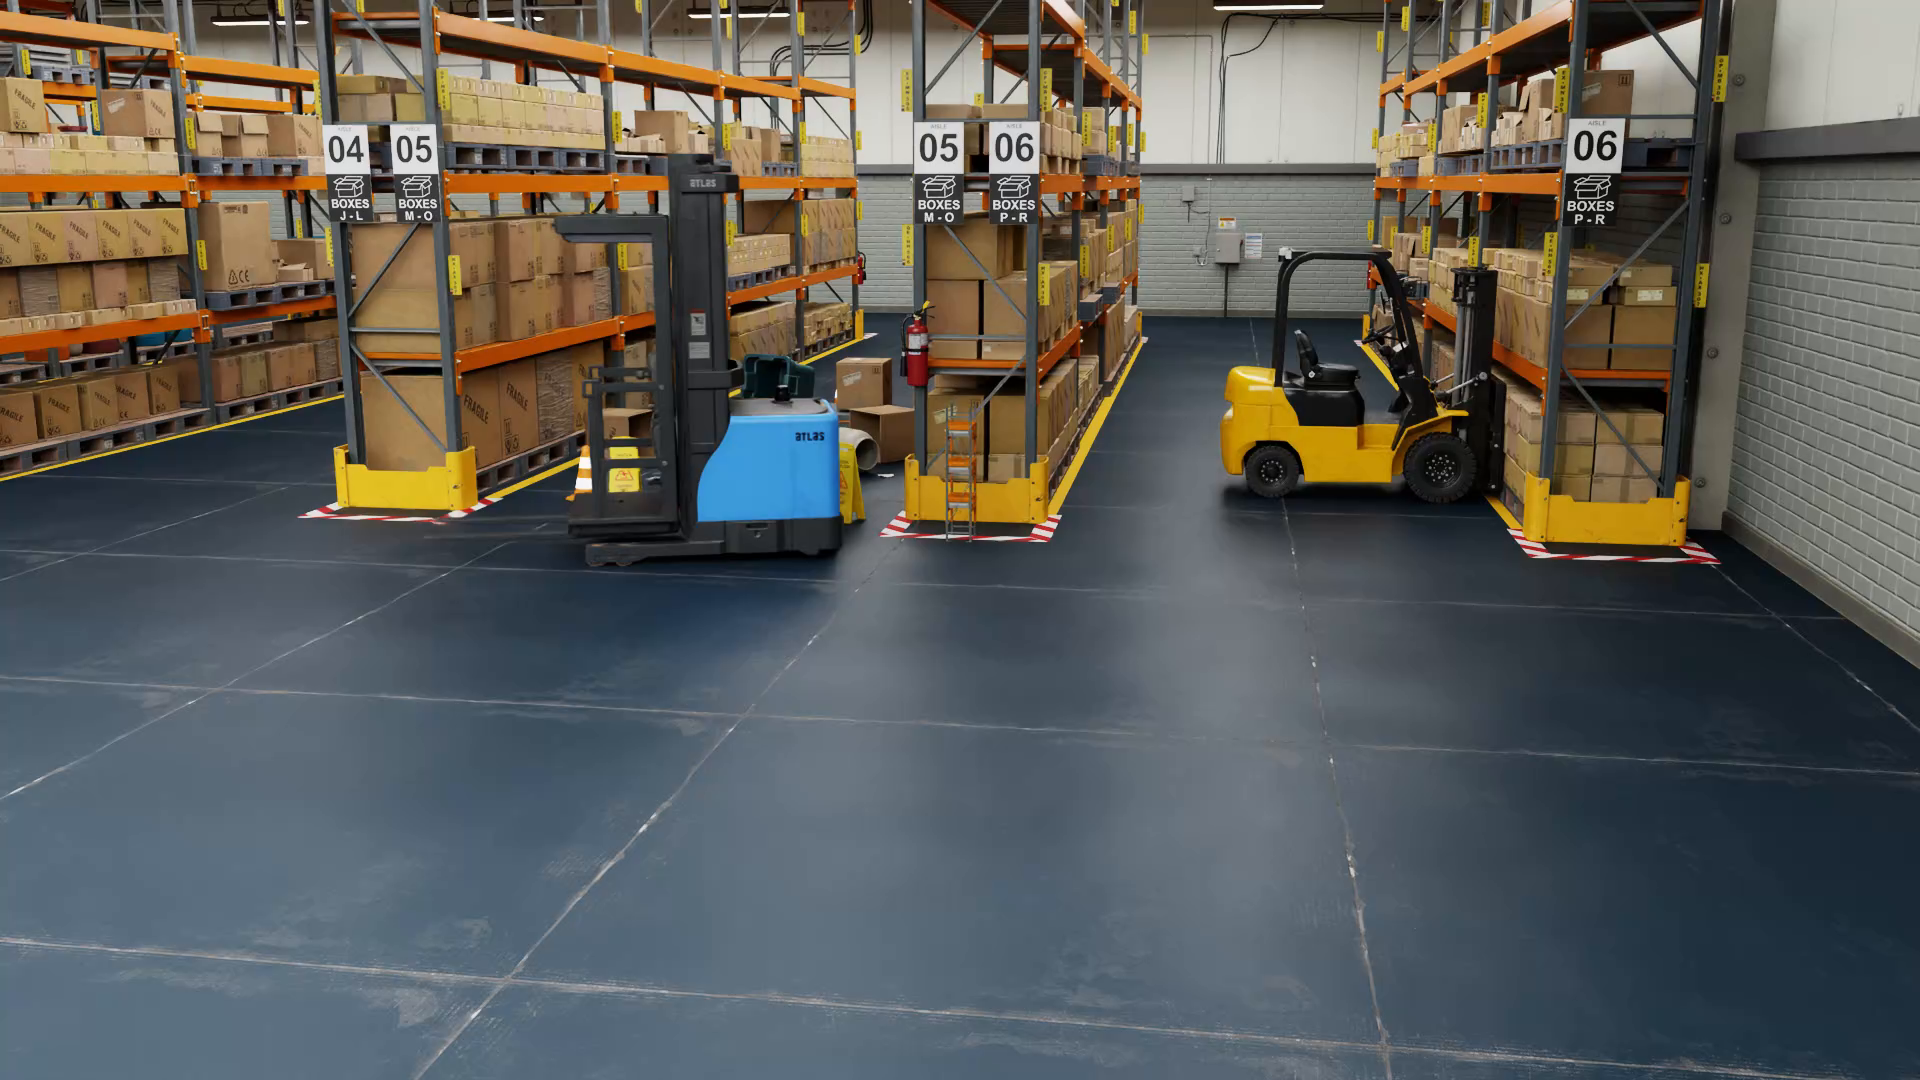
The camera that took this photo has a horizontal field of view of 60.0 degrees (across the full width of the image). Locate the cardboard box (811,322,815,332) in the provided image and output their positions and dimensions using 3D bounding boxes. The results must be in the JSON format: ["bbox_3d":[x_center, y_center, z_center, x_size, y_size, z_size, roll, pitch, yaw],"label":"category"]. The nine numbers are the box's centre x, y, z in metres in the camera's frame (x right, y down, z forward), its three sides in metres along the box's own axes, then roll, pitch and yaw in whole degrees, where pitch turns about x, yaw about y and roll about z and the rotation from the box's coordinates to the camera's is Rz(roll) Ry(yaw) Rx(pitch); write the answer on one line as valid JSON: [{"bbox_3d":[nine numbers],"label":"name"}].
[{"bbox_3d":[-2.563,-3.460,26.993,0.380,0.149,0.250,1,12,6],"label":"cardboard box"}]

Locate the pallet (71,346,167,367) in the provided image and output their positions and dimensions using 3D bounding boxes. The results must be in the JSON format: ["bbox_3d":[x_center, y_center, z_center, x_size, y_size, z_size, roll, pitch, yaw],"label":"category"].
[{"bbox_3d":[-13.056,-2.839,25.668,1.003,0.211,1.213,2,12,9],"label":"pallet"}]

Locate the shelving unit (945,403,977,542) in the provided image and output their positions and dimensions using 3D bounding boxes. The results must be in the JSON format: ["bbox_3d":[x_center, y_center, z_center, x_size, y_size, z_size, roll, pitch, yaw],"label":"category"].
[{"bbox_3d":[0.008,-0.524,12.934,0.215,1.050,0.252,2,12,9],"label":"shelving unit"}]

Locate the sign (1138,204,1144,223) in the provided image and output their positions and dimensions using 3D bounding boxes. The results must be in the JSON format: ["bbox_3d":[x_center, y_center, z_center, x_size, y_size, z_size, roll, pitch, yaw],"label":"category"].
[{"bbox_3d":[3.124,-5.629,28.682,0.100,0.325,0.005,2,12,9],"label":"sign"}]

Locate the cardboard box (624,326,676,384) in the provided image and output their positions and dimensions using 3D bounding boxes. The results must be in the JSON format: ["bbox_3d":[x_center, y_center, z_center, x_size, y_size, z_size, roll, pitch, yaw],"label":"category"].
[{"bbox_3d":[-3.861,-2.241,20.616,1.050,0.750,0.750,2,12,10],"label":"cardboard box"}]

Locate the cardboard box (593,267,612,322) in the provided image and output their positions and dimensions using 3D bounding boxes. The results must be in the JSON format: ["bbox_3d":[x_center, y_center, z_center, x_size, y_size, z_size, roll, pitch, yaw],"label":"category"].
[{"bbox_3d":[-4.207,-2.605,17.605,0.875,0.550,0.550,2,12,9],"label":"cardboard box"}]

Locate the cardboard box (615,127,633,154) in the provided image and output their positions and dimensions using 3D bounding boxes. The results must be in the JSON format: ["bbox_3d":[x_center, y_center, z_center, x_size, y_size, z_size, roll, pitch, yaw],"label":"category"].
[{"bbox_3d":[-4.110,-4.658,19.344,0.500,0.311,0.500,1,12,7],"label":"cardboard box"}]

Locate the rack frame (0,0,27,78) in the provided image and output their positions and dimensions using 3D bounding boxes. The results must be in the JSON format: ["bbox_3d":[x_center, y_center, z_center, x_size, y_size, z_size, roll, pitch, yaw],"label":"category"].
[{"bbox_3d":[-13.326,-6.717,22.799,1.000,3.000,0.127,2,12,9],"label":"rack frame"}]

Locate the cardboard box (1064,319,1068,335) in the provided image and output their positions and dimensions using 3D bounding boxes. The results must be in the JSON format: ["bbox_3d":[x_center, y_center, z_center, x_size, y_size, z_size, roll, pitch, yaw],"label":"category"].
[{"bbox_3d":[0.843,-2.058,16.021,0.380,0.149,0.250,2,12,8],"label":"cardboard box"}]

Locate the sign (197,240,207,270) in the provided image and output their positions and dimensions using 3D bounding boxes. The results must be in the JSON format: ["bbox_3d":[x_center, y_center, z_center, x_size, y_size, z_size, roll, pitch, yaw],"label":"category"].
[{"bbox_3d":[-8.510,-3.198,18.657,0.100,0.325,0.005,2,12,9],"label":"sign"}]

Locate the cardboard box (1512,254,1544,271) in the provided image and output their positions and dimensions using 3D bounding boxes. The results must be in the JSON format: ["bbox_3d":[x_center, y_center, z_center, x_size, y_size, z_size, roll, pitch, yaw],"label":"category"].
[{"bbox_3d":[5.188,-2.493,14.960,0.380,0.149,0.250,2,12,8],"label":"cardboard box"}]

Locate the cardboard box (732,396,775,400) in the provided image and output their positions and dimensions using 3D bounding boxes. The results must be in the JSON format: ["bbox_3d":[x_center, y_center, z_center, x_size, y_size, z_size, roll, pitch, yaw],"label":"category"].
[{"bbox_3d":[-1.967,-1.126,16.699,0.797,0.637,0.503,2,12,9],"label":"cardboard box"}]

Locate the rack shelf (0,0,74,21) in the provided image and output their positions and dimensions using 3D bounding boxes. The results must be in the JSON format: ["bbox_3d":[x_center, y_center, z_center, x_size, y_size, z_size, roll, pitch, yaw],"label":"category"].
[{"bbox_3d":[-17.298,-9.400,29.068,1.077,0.370,4.000,2,12,9],"label":"rack shelf"}]

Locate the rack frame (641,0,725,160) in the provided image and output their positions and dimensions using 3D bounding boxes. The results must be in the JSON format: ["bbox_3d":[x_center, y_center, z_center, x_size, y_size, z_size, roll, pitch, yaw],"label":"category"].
[{"bbox_3d":[-3.547,-6.374,21.211,1.000,3.000,0.127,2,12,9],"label":"rack frame"}]

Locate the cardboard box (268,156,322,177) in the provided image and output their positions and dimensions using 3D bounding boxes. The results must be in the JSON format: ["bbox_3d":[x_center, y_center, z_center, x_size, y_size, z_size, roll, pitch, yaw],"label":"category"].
[{"bbox_3d":[-8.406,-4.701,20.924,0.500,0.250,0.500,2,12,10],"label":"cardboard box"}]

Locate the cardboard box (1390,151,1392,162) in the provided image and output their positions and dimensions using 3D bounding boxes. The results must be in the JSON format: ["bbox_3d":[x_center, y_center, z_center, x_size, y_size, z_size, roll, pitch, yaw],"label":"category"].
[{"bbox_3d":[6.866,-5.837,25.486,0.500,0.250,0.500,2,12,10],"label":"cardboard box"}]

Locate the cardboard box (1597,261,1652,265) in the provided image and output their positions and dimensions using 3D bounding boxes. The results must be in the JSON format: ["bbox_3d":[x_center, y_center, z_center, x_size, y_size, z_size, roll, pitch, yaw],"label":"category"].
[{"bbox_3d":[5.450,-2.211,13.650,0.380,0.149,0.250,2,12,9],"label":"cardboard box"}]

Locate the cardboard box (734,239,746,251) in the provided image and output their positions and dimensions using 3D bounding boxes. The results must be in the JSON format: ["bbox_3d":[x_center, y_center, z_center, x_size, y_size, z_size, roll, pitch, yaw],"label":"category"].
[{"bbox_3d":[-3.162,-4.067,22.932,0.380,0.149,0.250,1,12,6],"label":"cardboard box"}]

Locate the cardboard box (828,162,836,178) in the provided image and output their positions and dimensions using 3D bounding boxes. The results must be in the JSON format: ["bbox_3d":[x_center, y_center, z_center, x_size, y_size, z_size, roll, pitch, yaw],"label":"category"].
[{"bbox_3d":[-2.348,-6.076,27.303,0.500,0.250,0.500,2,12,11],"label":"cardboard box"}]

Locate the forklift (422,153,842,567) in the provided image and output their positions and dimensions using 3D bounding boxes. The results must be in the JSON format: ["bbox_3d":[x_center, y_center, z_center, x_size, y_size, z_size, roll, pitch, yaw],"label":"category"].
[{"bbox_3d":[-2.446,-1.354,12.317,3.031,2.935,1.130,-2,12,-9],"label":"forklift"}]

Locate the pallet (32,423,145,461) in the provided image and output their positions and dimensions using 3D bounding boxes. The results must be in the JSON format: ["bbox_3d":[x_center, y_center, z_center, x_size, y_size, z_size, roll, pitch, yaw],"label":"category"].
[{"bbox_3d":[-9.301,-1.032,17.280,1.003,0.211,1.213,2,12,9],"label":"pallet"}]

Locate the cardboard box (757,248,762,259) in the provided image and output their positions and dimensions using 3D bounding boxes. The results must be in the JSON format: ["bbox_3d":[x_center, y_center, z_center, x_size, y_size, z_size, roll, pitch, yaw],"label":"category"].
[{"bbox_3d":[-3.040,-4.088,23.736,0.380,0.149,0.250,2,12,11],"label":"cardboard box"}]

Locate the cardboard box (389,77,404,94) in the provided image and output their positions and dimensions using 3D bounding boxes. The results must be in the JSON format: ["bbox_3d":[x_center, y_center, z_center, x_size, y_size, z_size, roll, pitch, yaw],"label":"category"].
[{"bbox_3d":[-5.021,-3.897,14.305,0.380,0.149,0.250,2,12,9],"label":"cardboard box"}]

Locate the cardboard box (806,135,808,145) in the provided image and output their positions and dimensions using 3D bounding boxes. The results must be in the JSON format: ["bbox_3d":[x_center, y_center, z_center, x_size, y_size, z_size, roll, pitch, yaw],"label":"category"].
[{"bbox_3d":[-2.573,-6.215,25.814,0.380,0.149,0.250,1,12,6],"label":"cardboard box"}]

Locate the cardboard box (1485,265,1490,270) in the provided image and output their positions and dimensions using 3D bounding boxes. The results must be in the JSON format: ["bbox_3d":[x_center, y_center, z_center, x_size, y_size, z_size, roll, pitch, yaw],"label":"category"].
[{"bbox_3d":[5.341,-2.618,16.243,0.380,0.149,0.250,2,12,8],"label":"cardboard box"}]

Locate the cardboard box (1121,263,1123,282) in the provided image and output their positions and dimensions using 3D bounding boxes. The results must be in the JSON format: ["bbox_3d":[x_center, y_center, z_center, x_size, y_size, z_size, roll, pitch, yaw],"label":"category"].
[{"bbox_3d":[2.155,-3.960,24.605,0.500,0.250,0.500,2,12,7],"label":"cardboard box"}]

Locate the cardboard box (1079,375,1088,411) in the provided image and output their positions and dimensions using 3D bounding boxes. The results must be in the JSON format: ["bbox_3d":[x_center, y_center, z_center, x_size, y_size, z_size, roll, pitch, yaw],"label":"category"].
[{"bbox_3d":[0.930,-1.649,18.767,0.950,0.372,0.625,3,12,12],"label":"cardboard box"}]

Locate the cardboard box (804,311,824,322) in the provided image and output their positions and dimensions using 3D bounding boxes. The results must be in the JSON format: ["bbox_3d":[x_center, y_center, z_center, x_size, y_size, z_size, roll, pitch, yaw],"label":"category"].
[{"bbox_3d":[-2.446,-3.657,27.199,0.380,0.149,0.250,2,12,10],"label":"cardboard box"}]

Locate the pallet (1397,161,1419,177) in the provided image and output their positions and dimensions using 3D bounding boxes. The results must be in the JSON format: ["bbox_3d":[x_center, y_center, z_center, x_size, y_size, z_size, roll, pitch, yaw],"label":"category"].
[{"bbox_3d":[6.554,-5.000,22.400,1.213,0.211,1.003,2,12,9],"label":"pallet"}]

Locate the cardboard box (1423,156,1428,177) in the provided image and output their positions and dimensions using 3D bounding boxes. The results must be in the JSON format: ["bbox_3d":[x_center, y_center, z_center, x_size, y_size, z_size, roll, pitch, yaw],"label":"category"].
[{"bbox_3d":[6.180,-4.755,21.171,0.500,0.250,0.500,2,12,9],"label":"cardboard box"}]

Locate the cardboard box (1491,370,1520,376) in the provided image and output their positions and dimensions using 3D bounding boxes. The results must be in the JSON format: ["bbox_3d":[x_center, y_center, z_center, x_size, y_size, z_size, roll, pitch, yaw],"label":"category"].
[{"bbox_3d":[5.177,-1.463,15.818,0.500,0.250,0.500,2,12,9],"label":"cardboard box"}]

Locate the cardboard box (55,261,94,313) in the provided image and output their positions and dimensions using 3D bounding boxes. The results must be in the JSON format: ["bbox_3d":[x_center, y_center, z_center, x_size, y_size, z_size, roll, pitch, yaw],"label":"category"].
[{"bbox_3d":[-9.385,-2.580,16.903,0.875,0.500,0.500,2,12,9],"label":"cardboard box"}]

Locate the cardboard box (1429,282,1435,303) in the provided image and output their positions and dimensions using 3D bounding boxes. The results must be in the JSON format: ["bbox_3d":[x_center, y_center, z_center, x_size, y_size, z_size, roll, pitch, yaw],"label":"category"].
[{"bbox_3d":[5.955,-2.984,20.078,0.500,0.250,0.500,2,12,9],"label":"cardboard box"}]

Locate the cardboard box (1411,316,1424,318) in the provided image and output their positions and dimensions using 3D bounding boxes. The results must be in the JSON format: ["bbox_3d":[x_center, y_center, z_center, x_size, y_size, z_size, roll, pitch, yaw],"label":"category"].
[{"bbox_3d":[6.568,-3.095,23.633,0.380,0.149,0.250,1,12,6],"label":"cardboard box"}]

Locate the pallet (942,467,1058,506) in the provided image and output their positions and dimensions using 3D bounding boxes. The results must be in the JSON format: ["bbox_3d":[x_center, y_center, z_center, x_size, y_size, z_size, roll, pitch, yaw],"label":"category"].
[{"bbox_3d":[0.301,-0.458,14.616,1.003,0.211,1.213,2,12,9],"label":"pallet"}]

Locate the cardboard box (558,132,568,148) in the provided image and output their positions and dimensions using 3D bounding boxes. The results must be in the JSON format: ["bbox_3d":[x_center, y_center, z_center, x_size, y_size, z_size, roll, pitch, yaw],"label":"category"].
[{"bbox_3d":[-4.058,-3.909,16.254,0.380,0.149,0.250,2,12,10],"label":"cardboard box"}]

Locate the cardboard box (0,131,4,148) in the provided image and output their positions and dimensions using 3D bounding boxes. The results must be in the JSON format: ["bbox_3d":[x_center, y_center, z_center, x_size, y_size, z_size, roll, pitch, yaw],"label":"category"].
[{"bbox_3d":[-9.227,-3.758,15.599,0.380,0.149,0.250,2,12,11],"label":"cardboard box"}]

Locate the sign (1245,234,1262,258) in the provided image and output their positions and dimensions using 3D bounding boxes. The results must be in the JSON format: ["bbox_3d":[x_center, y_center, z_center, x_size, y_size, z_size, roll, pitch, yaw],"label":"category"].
[{"bbox_3d":[6.007,-6.024,34.053,0.329,0.494,0.001,2,12,9],"label":"sign"}]

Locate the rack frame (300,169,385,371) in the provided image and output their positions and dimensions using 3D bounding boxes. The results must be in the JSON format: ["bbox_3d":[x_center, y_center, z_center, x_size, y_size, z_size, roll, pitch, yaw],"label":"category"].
[{"bbox_3d":[-8.432,-3.623,22.686,1.000,3.000,0.127,2,12,9],"label":"rack frame"}]

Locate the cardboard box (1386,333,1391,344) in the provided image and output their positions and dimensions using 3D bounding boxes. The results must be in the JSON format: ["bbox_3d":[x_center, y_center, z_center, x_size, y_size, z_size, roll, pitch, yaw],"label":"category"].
[{"bbox_3d":[6.730,-3.043,25.488,0.396,0.266,0.258,2,12,11],"label":"cardboard box"}]

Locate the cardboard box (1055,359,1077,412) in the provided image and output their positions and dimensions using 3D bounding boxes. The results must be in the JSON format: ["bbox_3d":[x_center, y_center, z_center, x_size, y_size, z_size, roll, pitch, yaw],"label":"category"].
[{"bbox_3d":[0.919,-1.565,16.887,0.500,0.500,0.500,2,12,8],"label":"cardboard box"}]

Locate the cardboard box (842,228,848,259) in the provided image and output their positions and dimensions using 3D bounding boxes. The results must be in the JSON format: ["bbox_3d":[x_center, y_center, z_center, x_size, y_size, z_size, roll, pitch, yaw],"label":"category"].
[{"bbox_3d":[-2.216,-5.092,28.559,0.500,0.500,0.500,2,12,8],"label":"cardboard box"}]

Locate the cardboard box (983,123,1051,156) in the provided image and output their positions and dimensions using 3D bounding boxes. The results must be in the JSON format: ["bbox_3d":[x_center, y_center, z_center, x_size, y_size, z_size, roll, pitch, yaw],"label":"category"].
[{"bbox_3d":[0.470,-3.271,13.583,0.500,0.250,0.500,2,12,8],"label":"cardboard box"}]

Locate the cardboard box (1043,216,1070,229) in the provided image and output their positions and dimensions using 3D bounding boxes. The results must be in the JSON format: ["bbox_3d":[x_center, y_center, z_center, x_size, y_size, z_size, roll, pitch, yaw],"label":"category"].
[{"bbox_3d":[1.181,-3.956,21.619,0.500,0.500,0.500,2,12,7],"label":"cardboard box"}]

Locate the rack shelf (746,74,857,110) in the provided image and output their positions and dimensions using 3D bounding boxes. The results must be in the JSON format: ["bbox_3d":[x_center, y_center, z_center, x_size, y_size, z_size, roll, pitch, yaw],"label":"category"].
[{"bbox_3d":[-2.624,-7.270,27.083,1.077,0.370,4.000,2,12,9],"label":"rack shelf"}]

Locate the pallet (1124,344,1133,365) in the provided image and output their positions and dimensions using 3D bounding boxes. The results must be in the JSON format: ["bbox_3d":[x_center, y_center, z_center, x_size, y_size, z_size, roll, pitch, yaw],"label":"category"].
[{"bbox_3d":[2.169,-2.928,26.077,1.003,0.211,1.213,2,12,9],"label":"pallet"}]

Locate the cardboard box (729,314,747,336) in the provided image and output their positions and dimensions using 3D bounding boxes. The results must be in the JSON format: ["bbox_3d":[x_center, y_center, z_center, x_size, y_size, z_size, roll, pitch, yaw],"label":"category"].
[{"bbox_3d":[-3.202,-2.927,22.613,0.500,0.250,0.500,1,12,6],"label":"cardboard box"}]

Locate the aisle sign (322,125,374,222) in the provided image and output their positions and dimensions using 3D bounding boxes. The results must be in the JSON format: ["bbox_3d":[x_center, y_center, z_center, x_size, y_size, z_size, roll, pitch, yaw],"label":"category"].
[{"bbox_3d":[-5.085,-3.042,13.818,0.394,0.787,0.004,2,12,9],"label":"aisle sign"}]

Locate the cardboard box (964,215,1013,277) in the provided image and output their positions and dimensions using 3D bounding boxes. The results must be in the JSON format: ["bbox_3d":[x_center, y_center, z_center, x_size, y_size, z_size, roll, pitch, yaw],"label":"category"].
[{"bbox_3d":[0.077,-2.539,14.336,0.700,0.500,0.500,2,12,9],"label":"cardboard box"}]

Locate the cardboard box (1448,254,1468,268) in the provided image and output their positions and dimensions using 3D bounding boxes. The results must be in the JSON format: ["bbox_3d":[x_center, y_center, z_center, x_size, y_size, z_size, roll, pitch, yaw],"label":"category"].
[{"bbox_3d":[5.614,-3.078,18.381,0.380,0.149,0.250,2,12,7],"label":"cardboard box"}]

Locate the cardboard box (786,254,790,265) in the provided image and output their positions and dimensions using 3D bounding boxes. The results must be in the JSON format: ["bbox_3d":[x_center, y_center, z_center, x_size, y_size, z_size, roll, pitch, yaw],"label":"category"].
[{"bbox_3d":[-2.797,-4.268,25.276,0.380,0.149,0.250,2,12,7],"label":"cardboard box"}]

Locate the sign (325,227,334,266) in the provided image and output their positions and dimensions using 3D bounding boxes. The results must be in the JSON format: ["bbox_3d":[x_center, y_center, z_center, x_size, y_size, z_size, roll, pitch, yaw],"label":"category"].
[{"bbox_3d":[-5.311,-2.479,14.064,0.100,0.325,0.005,2,12,9],"label":"sign"}]

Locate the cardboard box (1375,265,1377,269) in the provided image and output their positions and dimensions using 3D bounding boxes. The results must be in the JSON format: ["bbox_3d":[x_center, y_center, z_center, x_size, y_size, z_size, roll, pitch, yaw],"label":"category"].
[{"bbox_3d":[7.174,-4.625,27.931,0.380,0.149,0.250,2,12,8],"label":"cardboard box"}]

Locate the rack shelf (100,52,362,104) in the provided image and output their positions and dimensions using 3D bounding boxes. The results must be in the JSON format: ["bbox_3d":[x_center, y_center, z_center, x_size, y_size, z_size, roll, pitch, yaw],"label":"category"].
[{"bbox_3d":[-8.740,-5.593,20.240,1.077,0.370,4.000,2,12,9],"label":"rack shelf"}]
